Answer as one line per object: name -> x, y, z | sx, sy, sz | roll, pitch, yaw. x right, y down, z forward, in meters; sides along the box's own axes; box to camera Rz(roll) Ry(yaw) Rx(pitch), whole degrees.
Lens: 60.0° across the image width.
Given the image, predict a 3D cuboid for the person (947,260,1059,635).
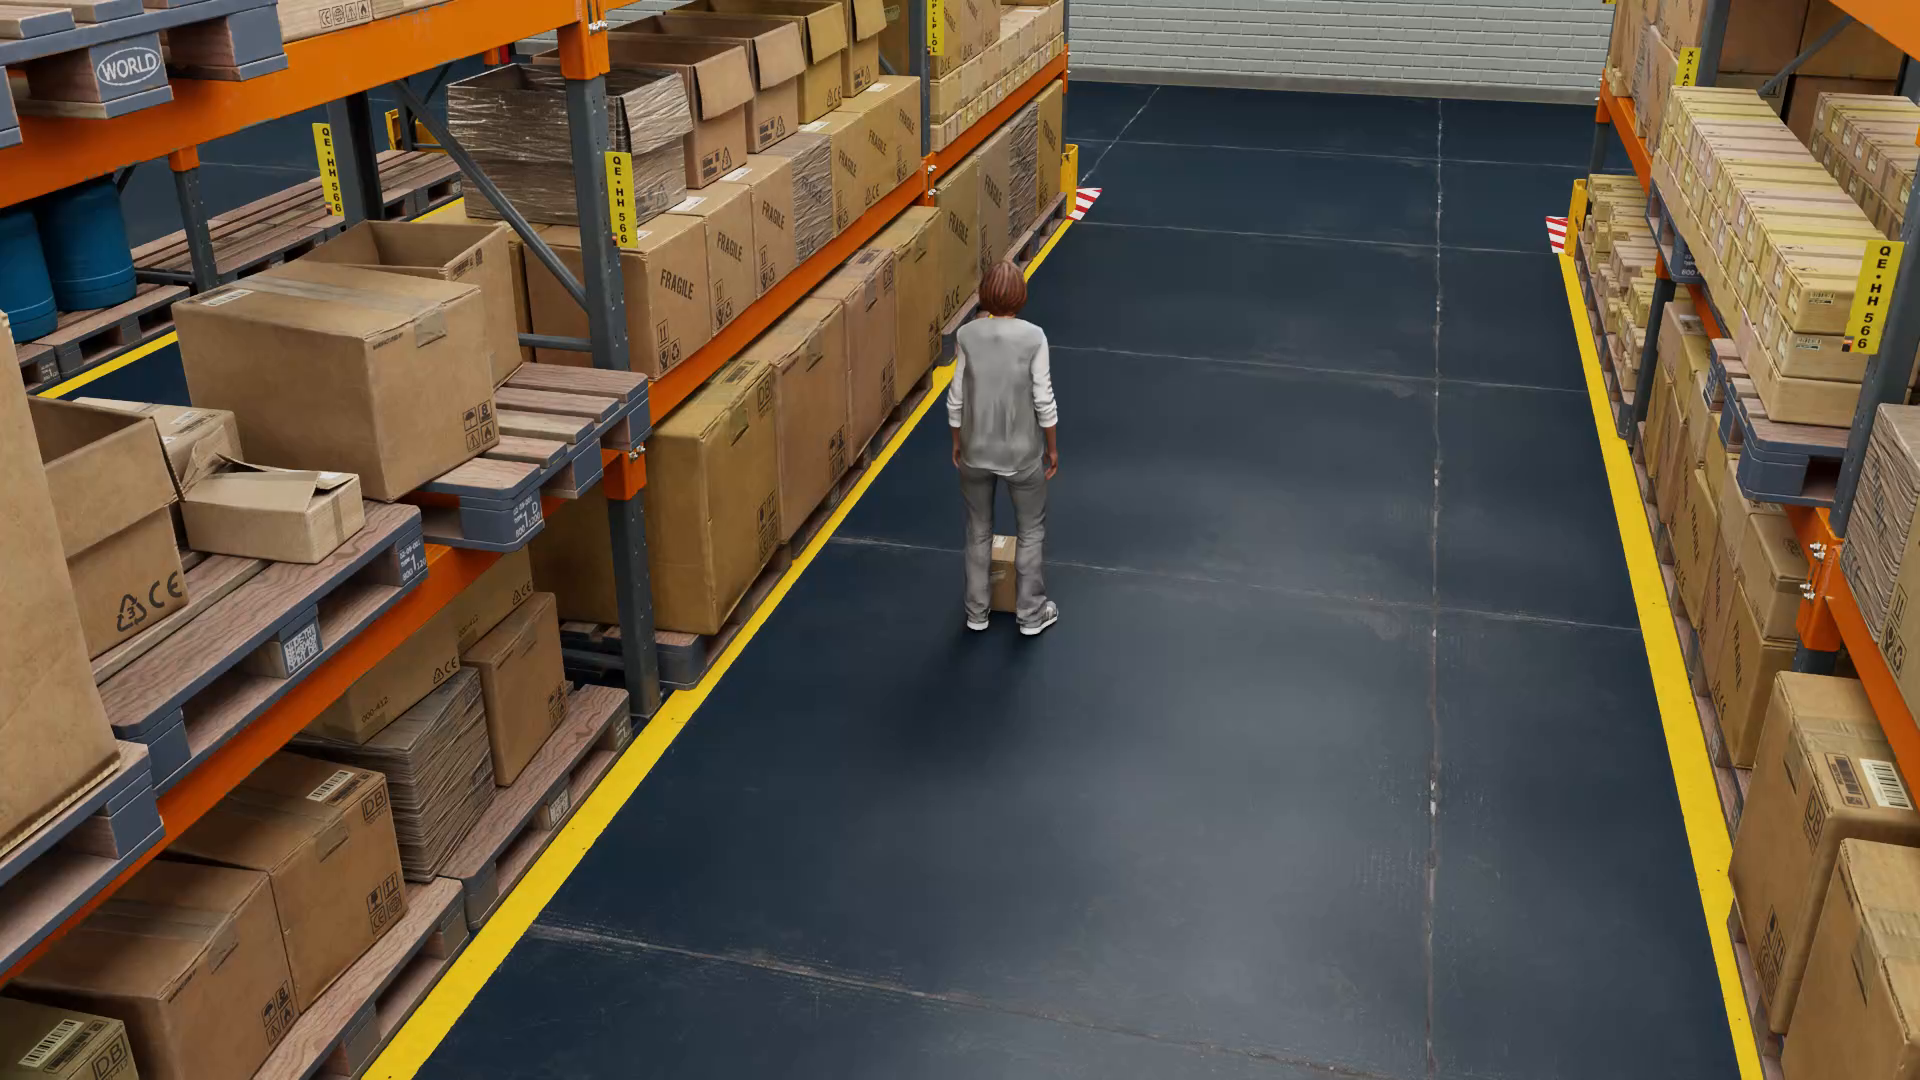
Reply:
person -> 0.176, -0.348, 6.860 | 0.461, 1.582, 0.344 | 7, 26, 13
